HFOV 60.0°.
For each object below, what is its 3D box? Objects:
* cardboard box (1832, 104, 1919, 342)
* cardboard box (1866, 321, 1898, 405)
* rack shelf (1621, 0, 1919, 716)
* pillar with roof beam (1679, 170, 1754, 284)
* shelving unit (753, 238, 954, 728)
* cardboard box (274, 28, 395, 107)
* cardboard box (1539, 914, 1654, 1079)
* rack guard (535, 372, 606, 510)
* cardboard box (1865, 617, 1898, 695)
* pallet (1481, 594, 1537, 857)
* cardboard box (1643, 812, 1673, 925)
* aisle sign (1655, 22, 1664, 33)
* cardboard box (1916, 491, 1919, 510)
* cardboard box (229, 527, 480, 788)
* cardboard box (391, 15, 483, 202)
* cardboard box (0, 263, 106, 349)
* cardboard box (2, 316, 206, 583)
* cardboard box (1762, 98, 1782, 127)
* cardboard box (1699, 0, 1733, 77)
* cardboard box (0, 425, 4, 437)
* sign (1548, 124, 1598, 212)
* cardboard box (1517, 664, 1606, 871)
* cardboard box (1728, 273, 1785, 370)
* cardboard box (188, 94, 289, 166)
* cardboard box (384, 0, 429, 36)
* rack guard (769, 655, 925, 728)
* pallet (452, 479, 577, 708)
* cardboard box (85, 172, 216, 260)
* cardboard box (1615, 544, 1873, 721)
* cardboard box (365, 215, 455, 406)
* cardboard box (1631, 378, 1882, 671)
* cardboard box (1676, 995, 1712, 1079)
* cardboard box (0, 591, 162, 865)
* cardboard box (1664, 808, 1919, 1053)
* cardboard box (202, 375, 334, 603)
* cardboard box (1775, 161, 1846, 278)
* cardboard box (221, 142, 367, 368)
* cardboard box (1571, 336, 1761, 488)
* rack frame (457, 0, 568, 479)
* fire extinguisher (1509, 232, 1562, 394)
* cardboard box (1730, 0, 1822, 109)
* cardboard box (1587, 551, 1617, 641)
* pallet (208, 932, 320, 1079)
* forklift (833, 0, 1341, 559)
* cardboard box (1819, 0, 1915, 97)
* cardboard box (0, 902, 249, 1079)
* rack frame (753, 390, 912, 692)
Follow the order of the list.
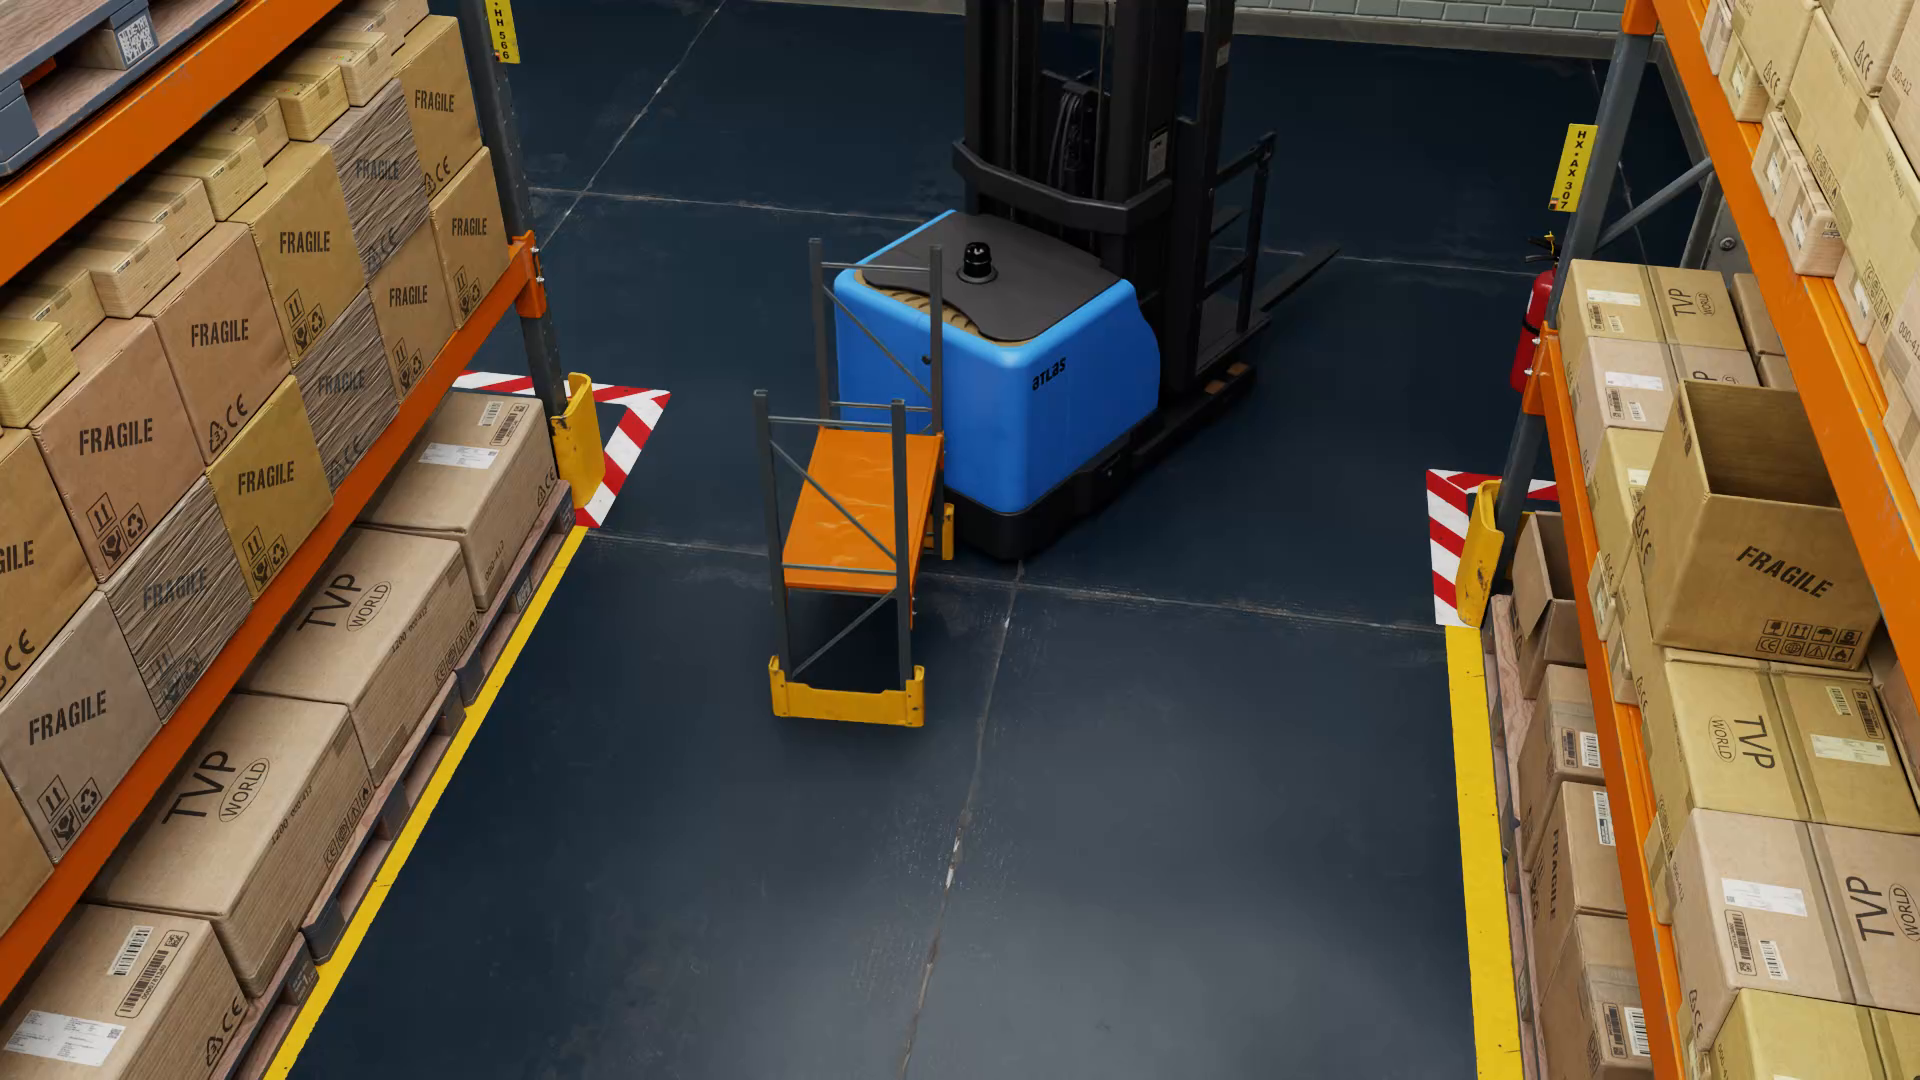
[{"bbox_3d":[1.991,-0.577,3.124,0.500,0.250,0.500,7,40,9],"label":"cardboard box"},{"bbox_3d":[1.968,-0.343,3.154,0.380,0.149,0.250,8,40,9],"label":"cardboard box"},{"bbox_3d":[2.320,-0.520,3.736,1.077,0.370,4.000,6,40,8],"label":"rack shelf"},{"bbox_3d":[-0.219,-5.276,6.569,9.100,9.000,0.400,6,40,8],"label":"pillar with roof beam"},{"bbox_3d":[-0.374,-0.219,6.338,0.587,1.500,1.083,4,40,5],"label":"shelving unit"},{"bbox_3d":[-2.070,-1.535,5.380,0.380,0.149,0.250,6,40,7],"label":"cardboard box"},{"bbox_3d":[2.101,1.462,4.760,0.700,0.500,0.500,5,40,6],"label":"cardboard box"},{"bbox_3d":[-2.219,-0.493,7.454,1.175,0.500,0.348,6,40,8],"label":"rack guard"},{"bbox_3d":[2.577,0.326,4.385,0.500,0.250,0.500,6,40,8],"label":"cardboard box"},{"bbox_3d":[2.516,0.726,6.206,1.003,0.211,1.213,6,40,8],"label":"pallet"},{"bbox_3d":[1.914,0.826,4.094,0.380,0.149,0.250,6,40,7],"label":"cardboard box"},{"bbox_3d":[2.389,-1.974,5.243,0.394,0.787,0.004,6,40,8],"label":"aisle sign"},{"bbox_3d":[1.846,-0.025,2.769,0.380,0.149,0.250,8,40,9],"label":"cardboard box"},{"bbox_3d":[-2.389,0.385,6.112,0.875,0.438,0.875,7,40,9],"label":"cardboard box"},{"bbox_3d":[-2.072,-1.537,5.891,0.500,0.500,0.500,8,40,9],"label":"cardboard box"},{"bbox_3d":[-2.433,-0.582,4.227,0.380,0.149,0.250,6,40,8],"label":"cardboard box"},{"bbox_3d":[-2.401,-0.264,4.352,0.500,0.500,0.500,7,40,9],"label":"cardboard box"},{"bbox_3d":[2.137,-0.983,3.928,0.380,0.149,0.250,6,40,7],"label":"cardboard box"},{"bbox_3d":[2.157,-1.310,4.323,0.380,0.149,0.250,7,40,9],"label":"cardboard box"},{"bbox_3d":[-2.470,-0.252,3.828,0.380,0.149,0.250,6,40,7],"label":"cardboard box"},{"bbox_3d":[2.132,-1.290,5.777,0.100,0.325,0.005,6,40,8],"label":"sign"},{"bbox_3d":[2.281,0.811,5.548,0.700,0.500,0.500,8,40,9],"label":"cardboard box"},{"bbox_3d":[2.848,-0.635,5.549,0.500,0.250,0.500,7,40,9],"label":"cardboard box"},{"bbox_3d":[-2.269,-1.225,5.005,0.380,0.149,0.250,6,40,7],"label":"cardboard box"},{"bbox_3d":[-2.088,-1.868,5.783,0.380,0.149,0.250,7,40,8],"label":"cardboard box"},{"bbox_3d":[-0.428,0.578,6.355,0.587,0.250,0.087,4,40,5],"label":"rack guard"},{"bbox_3d":[-2.284,0.144,6.911,1.003,0.211,1.213,6,40,8],"label":"pallet"},{"bbox_3d":[-2.319,-0.899,4.611,0.380,0.149,0.250,8,40,9],"label":"cardboard box"},{"bbox_3d":[2.084,0.260,4.466,0.500,0.250,0.500,5,40,7],"label":"cardboard box"},{"bbox_3d":[-2.148,-0.835,5.827,0.500,0.500,0.500,6,40,7],"label":"cardboard box"},{"bbox_3d":[2.063,-0.046,4.247,0.500,0.500,0.500,7,40,9],"label":"cardboard box"},{"bbox_3d":[1.825,1.151,3.701,0.380,0.149,0.250,7,40,9],"label":"cardboard box"},{"bbox_3d":[-2.485,0.449,4.274,0.500,0.500,0.500,7,40,8],"label":"cardboard box"},{"bbox_3d":[1.894,0.894,3.698,0.500,0.250,0.500,7,40,8],"label":"cardboard box"},{"bbox_3d":[-2.303,-0.185,5.042,0.500,0.500,0.500,8,40,9],"label":"cardboard box"},{"bbox_3d":[1.983,-0.673,3.553,0.380,0.149,0.250,7,40,9],"label":"cardboard box"},{"bbox_3d":[-2.222,-0.895,5.116,0.500,0.500,0.500,6,40,7],"label":"cardboard box"},{"bbox_3d":[2.236,-0.382,5.242,0.500,0.250,0.500,7,40,8],"label":"cardboard box"},{"bbox_3d":[-2.223,-1.442,6.640,1.000,3.000,0.127,6,40,8],"label":"rack frame"},{"bbox_3d":[2.237,-0.866,6.297,0.296,0.674,0.183,6,40,8],"label":"fire extinguisher"},{"bbox_3d":[2.152,-1.220,3.902,0.500,0.250,0.500,5,40,6],"label":"cardboard box"},{"bbox_3d":[2.067,0.179,4.876,0.380,0.149,0.250,5,40,6],"label":"cardboard box"},{"bbox_3d":[-2.707,1.675,5.059,1.003,0.211,1.213,6,40,8],"label":"pallet"},{"bbox_3d":[0.788,-1.918,7.270,1.130,2.935,3.031,28,47,30],"label":"forklift"},{"bbox_3d":[2.084,-1.096,3.360,0.500,0.250,0.500,7,40,9],"label":"cardboard box"},{"bbox_3d":[-2.701,1.512,4.748,0.875,0.438,0.875,6,40,7],"label":"cardboard box"},{"bbox_3d":[-0.431,0.109,5.942,0.500,1.500,0.032,4,40,5],"label":"rack frame"}]
